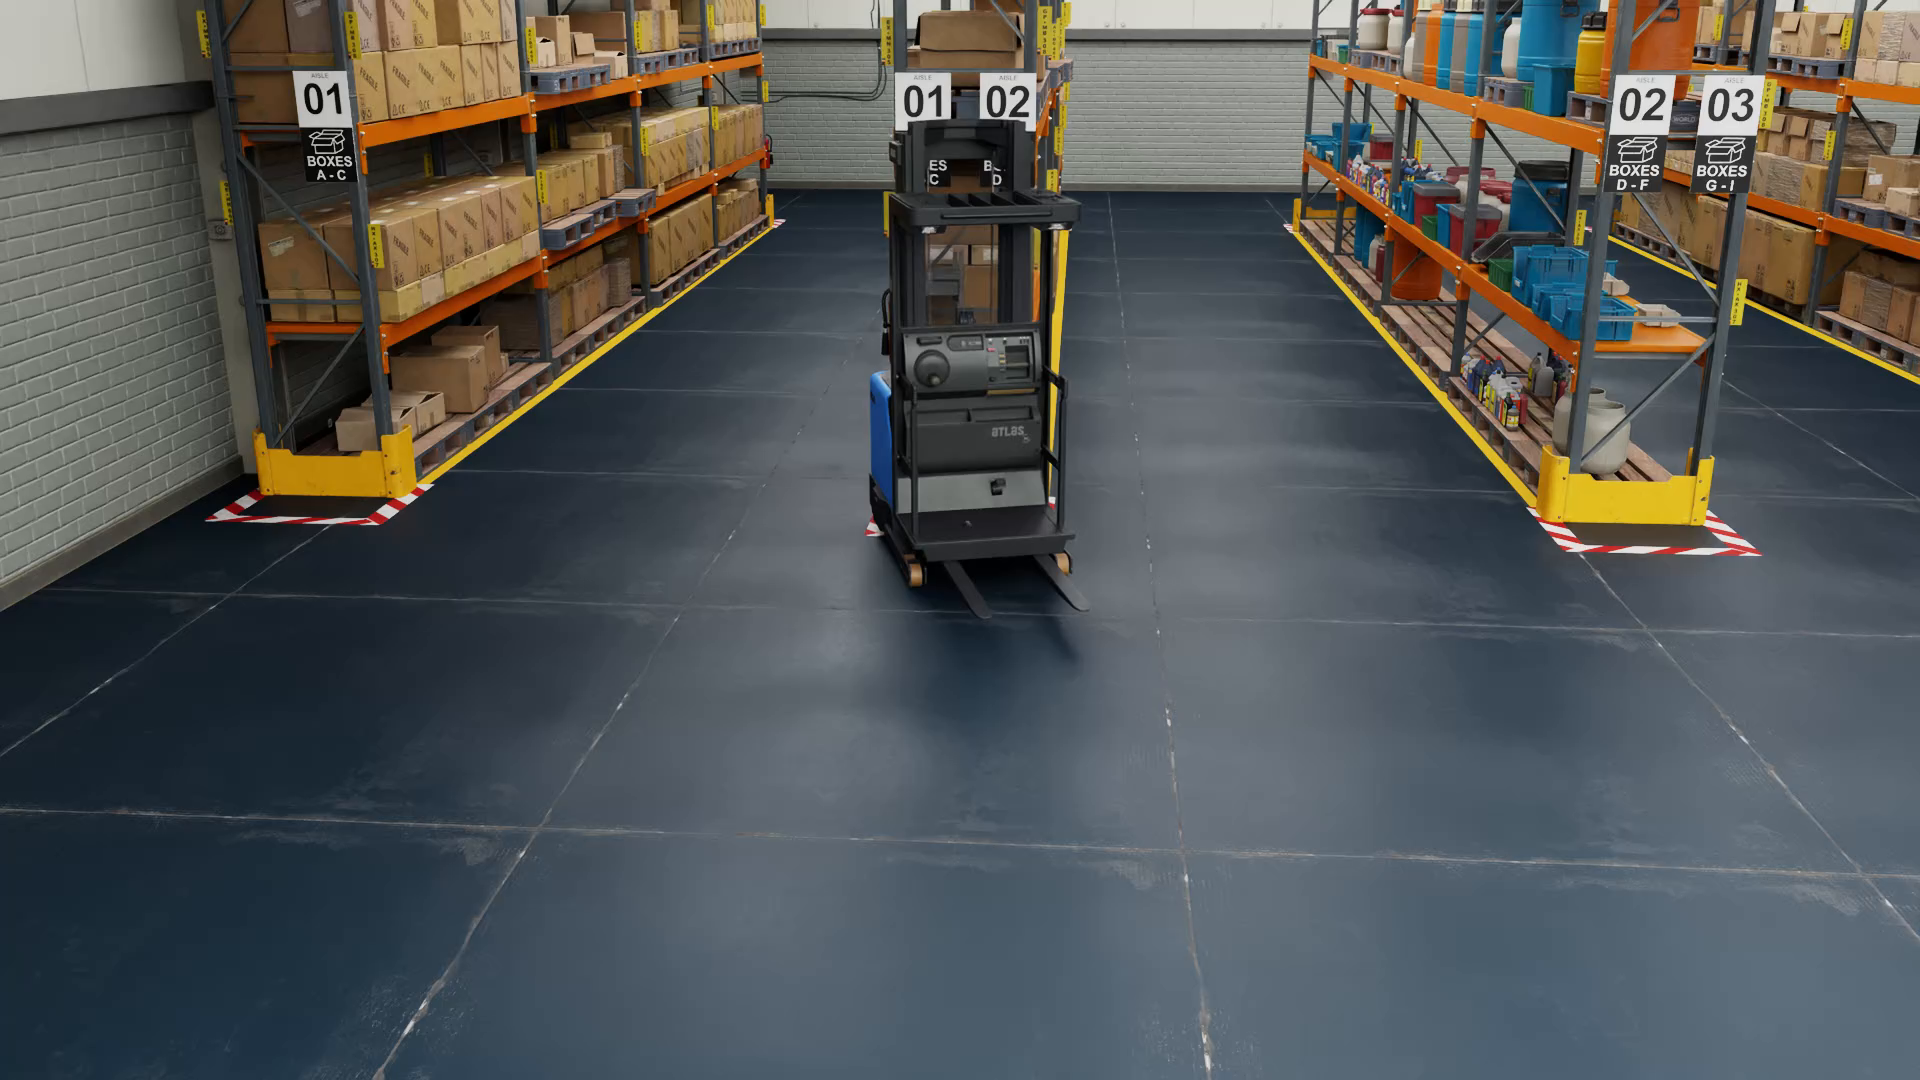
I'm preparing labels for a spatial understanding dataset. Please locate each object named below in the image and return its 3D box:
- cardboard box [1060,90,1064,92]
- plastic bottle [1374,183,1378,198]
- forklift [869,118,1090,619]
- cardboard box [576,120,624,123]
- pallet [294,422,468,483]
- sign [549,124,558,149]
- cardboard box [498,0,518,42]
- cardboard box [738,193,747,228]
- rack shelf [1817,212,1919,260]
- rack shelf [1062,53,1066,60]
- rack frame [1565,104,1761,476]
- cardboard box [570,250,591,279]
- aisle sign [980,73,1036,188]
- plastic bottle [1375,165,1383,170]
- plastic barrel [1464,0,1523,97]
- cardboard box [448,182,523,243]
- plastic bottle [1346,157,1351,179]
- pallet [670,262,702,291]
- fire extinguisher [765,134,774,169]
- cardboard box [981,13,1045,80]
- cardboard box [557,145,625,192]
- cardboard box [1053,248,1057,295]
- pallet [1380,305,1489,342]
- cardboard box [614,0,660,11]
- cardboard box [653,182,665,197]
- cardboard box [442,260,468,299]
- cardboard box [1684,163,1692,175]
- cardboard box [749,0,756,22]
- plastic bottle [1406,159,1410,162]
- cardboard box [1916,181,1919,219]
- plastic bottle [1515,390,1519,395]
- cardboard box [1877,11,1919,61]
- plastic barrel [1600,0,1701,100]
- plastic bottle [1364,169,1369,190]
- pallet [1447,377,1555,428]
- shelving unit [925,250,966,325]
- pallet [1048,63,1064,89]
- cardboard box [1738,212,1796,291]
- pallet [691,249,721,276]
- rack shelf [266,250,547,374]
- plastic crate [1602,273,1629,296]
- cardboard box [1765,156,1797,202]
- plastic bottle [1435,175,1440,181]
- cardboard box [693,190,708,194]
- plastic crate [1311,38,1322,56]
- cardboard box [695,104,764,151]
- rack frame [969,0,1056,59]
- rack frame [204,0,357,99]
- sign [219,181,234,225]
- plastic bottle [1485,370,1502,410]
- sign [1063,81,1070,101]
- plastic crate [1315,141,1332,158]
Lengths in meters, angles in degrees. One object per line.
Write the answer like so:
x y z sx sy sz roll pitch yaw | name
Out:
1.358 -6.715 25.832 0.500 0.500 0.500 2 18 5 | cardboard box
5.239 -4.387 20.814 0.097 0.201 0.097 0 18 0 | plastic bottle
0.131 -1.203 10.887 1.130 2.935 3.031 -4 19 -12 | forklift
-4.516 -5.141 20.922 0.500 0.250 0.500 1 18 2 | cardboard box
-4.805 -0.745 13.856 1.003 0.211 1.213 1 18 4 | pallet
-4.885 -4.841 20.020 0.100 0.325 0.005 1 18 4 | sign
-4.383 -4.833 15.239 0.500 0.500 0.500 0 18 -1 | cardboard box
-3.779 -5.244 26.450 0.700 0.500 0.500 1 18 2 | cardboard box
10.348 -2.984 17.369 1.077 0.370 4.000 1 18 4 | rack shelf
1.040 -7.117 25.163 1.077 0.370 4.000 1 18 4 | rack shelf
4.977 -1.573 11.908 1.000 3.000 0.127 1 18 4 | rack frame
-4.466 -3.097 18.659 0.500 0.250 0.500 1 18 4 | cardboard box
0.338 -2.893 11.761 0.394 0.787 0.004 1 18 4 | aisle sign
5.510 -4.815 22.000 0.152 0.276 0.135 1 18 4 | plastic bottle
5.084 -4.642 15.651 0.600 0.901 0.708 1 18 4 | plastic barrel
-4.373 -3.023 15.335 0.500 0.500 0.500 1 18 4 | cardboard box
5.386 -5.141 22.981 0.061 0.283 0.133 1 18 4 | plastic bottle
-4.109 -3.575 22.495 1.003 0.211 1.213 1 18 4 | pallet
-3.286 -6.586 27.930 0.296 0.674 0.183 1 18 4 | fire extinguisher
0.429 -3.934 13.234 0.500 0.500 0.500 1 18 4 | cardboard box
-4.355 -4.390 19.635 0.700 0.500 0.500 -1 18 -3 | cardboard box
0.928 -3.326 20.564 0.500 0.500 0.500 2 18 6 | cardboard box
5.456 -2.493 19.193 1.003 0.211 1.213 1 18 4 | pallet
-4.263 -7.118 21.939 0.500 0.250 0.500 1 18 2 | cardboard box
-3.946 -4.425 20.982 0.380 0.149 0.250 2 18 6 | cardboard box
-4.487 -2.197 14.019 0.500 0.250 0.500 1 18 3 | cardboard box
10.491 -5.253 23.539 0.380 0.149 0.250 2 18 5 | cardboard box
-3.538 -8.488 26.394 0.500 0.500 0.500 1 18 4 | cardboard box
6.132 -5.112 22.905 0.152 0.276 0.135 1 18 4 | plastic bottle
10.236 -3.494 16.929 0.797 0.503 0.637 3 18 10 | cardboard box
4.858 -1.216 14.605 0.097 0.201 0.097 0 18 0 | plastic bottle
10.161 -5.360 17.684 0.500 0.500 0.500 1 18 4 | cardboard box
4.885 -3.556 11.778 0.600 0.830 0.708 1 18 4 | plastic barrel
5.299 -4.679 21.591 0.097 0.271 0.097 0 18 0 | plastic bottle
5.174 -1.283 15.499 1.003 0.211 1.213 1 18 4 | pallet
-0.202 -1.065 12.213 0.431 2.100 0.503 -1 11 -6 | shelving unit
0.574 -4.945 17.684 1.003 0.211 1.213 2 18 6 | pallet
10.633 -3.628 20.915 1.225 0.875 0.875 1 18 4 | cardboard box
-4.024 -3.955 23.654 1.003 0.211 1.213 1 18 4 | pallet
-4.761 -2.074 14.590 1.077 0.370 4.000 1 18 4 | rack shelf
5.400 -2.180 14.184 0.530 0.136 0.437 1 18 4 | plastic crate
10.355 -4.470 20.587 0.500 0.500 0.500 1 18 2 | cardboard box
6.006 -4.447 20.883 0.097 0.271 0.097 0 18 0 | plastic bottle
-4.043 -5.276 25.507 0.380 0.149 0.250 1 18 2 | cardboard box
5.819 -7.793 26.280 0.497 0.269 0.590 1 18 4 | plastic crate
-3.784 -6.748 27.217 0.980 0.700 0.700 2 18 6 | cardboard box
0.610 -7.021 18.897 1.000 3.000 0.127 1 18 4 | rack frame
-4.904 -4.645 11.648 1.000 3.000 0.127 1 18 4 | rack frame
-5.457 -2.514 12.410 0.100 0.325 0.005 1 18 4 | sign
4.748 -1.334 14.724 0.144 0.351 0.185 1 18 3 | plastic bottle
1.736 -7.336 27.128 0.100 0.325 0.005 1 18 4 | sign
5.684 -6.013 25.630 0.416 0.233 0.300 1 18 4 | plastic crate
